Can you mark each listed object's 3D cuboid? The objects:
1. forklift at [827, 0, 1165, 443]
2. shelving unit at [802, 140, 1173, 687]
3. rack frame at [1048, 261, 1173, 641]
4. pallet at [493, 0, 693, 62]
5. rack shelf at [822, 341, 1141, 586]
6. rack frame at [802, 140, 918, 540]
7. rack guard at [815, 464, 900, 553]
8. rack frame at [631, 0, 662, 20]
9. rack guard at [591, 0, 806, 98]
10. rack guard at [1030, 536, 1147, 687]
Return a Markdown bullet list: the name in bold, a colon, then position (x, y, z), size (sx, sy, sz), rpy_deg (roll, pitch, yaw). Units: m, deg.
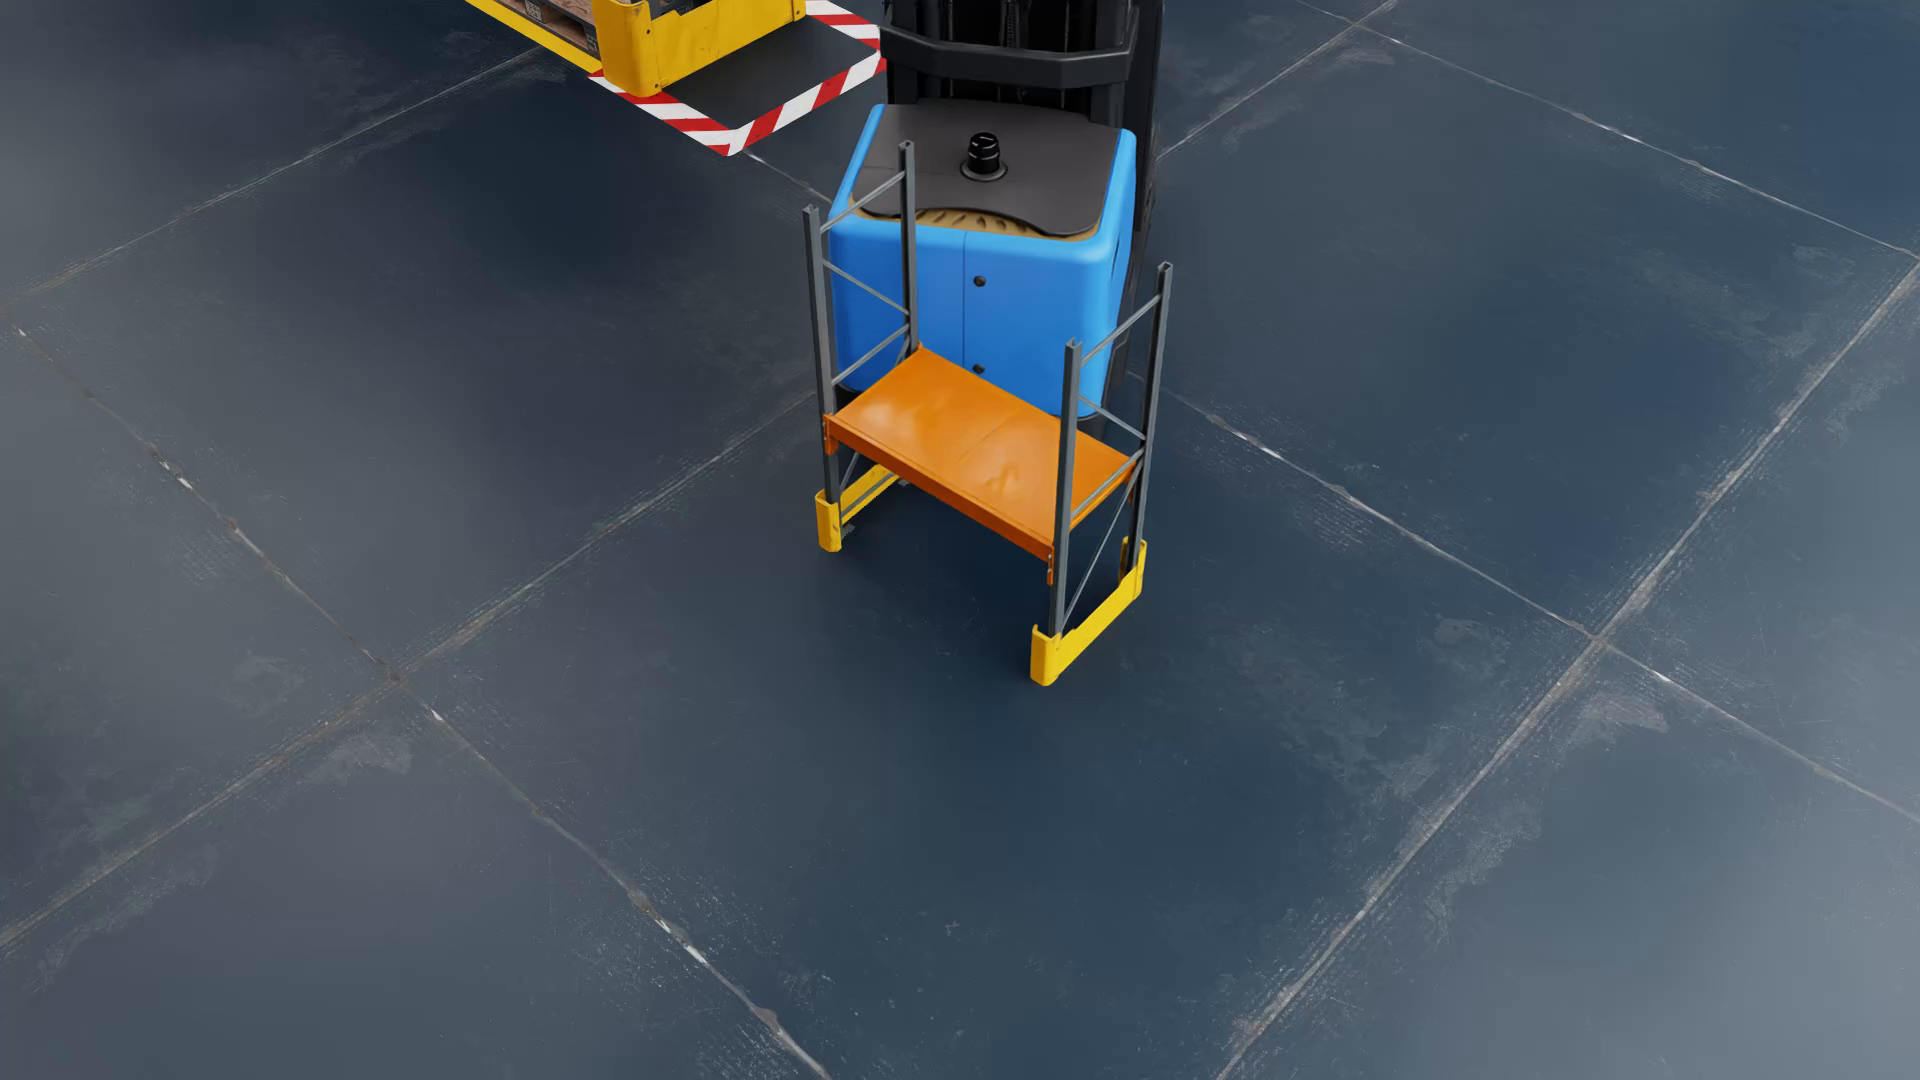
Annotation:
- **forklift**: position (0.292, -2.382, 6.476), size (1.130, 2.935, 3.031), rpy_deg (8, 47, 7)
- **shelving unit**: position (0.067, -0.413, 5.609), size (1.083, 1.500, 0.587), rpy_deg (31, 54, 26)
- **rack frame**: position (0.468, -0.174, 5.385), size (0.032, 1.500, 0.500), rpy_deg (31, 54, 26)
- **pallet**: position (-1.911, -3.070, 8.988), size (1.213, 0.211, 1.003), rpy_deg (34, 55, 28)
- **rack shelf**: position (0.074, -0.286, 5.736), size (1.000, 0.185, 0.538), rpy_deg (31, 54, 26)
- **rack frame**: position (-0.320, -0.643, 5.825), size (0.032, 1.500, 0.500), rpy_deg (31, 54, 26)
- **rack guard**: position (-0.319, -0.215, 6.280), size (0.087, 0.250, 0.587), rpy_deg (31, 54, 26)
- **rack frame**: position (-1.230, -3.608, 7.580), size (0.127, 3.000, 1.000), rpy_deg (34, 55, 28)
- **rack guard**: position (-1.318, -2.765, 8.503), size (0.348, 0.500, 1.175), rpy_deg (34, 55, 28)
- **rack guard**: position (0.453, 0.245, 5.849), size (0.087, 0.250, 0.587), rpy_deg (31, 54, 26)
